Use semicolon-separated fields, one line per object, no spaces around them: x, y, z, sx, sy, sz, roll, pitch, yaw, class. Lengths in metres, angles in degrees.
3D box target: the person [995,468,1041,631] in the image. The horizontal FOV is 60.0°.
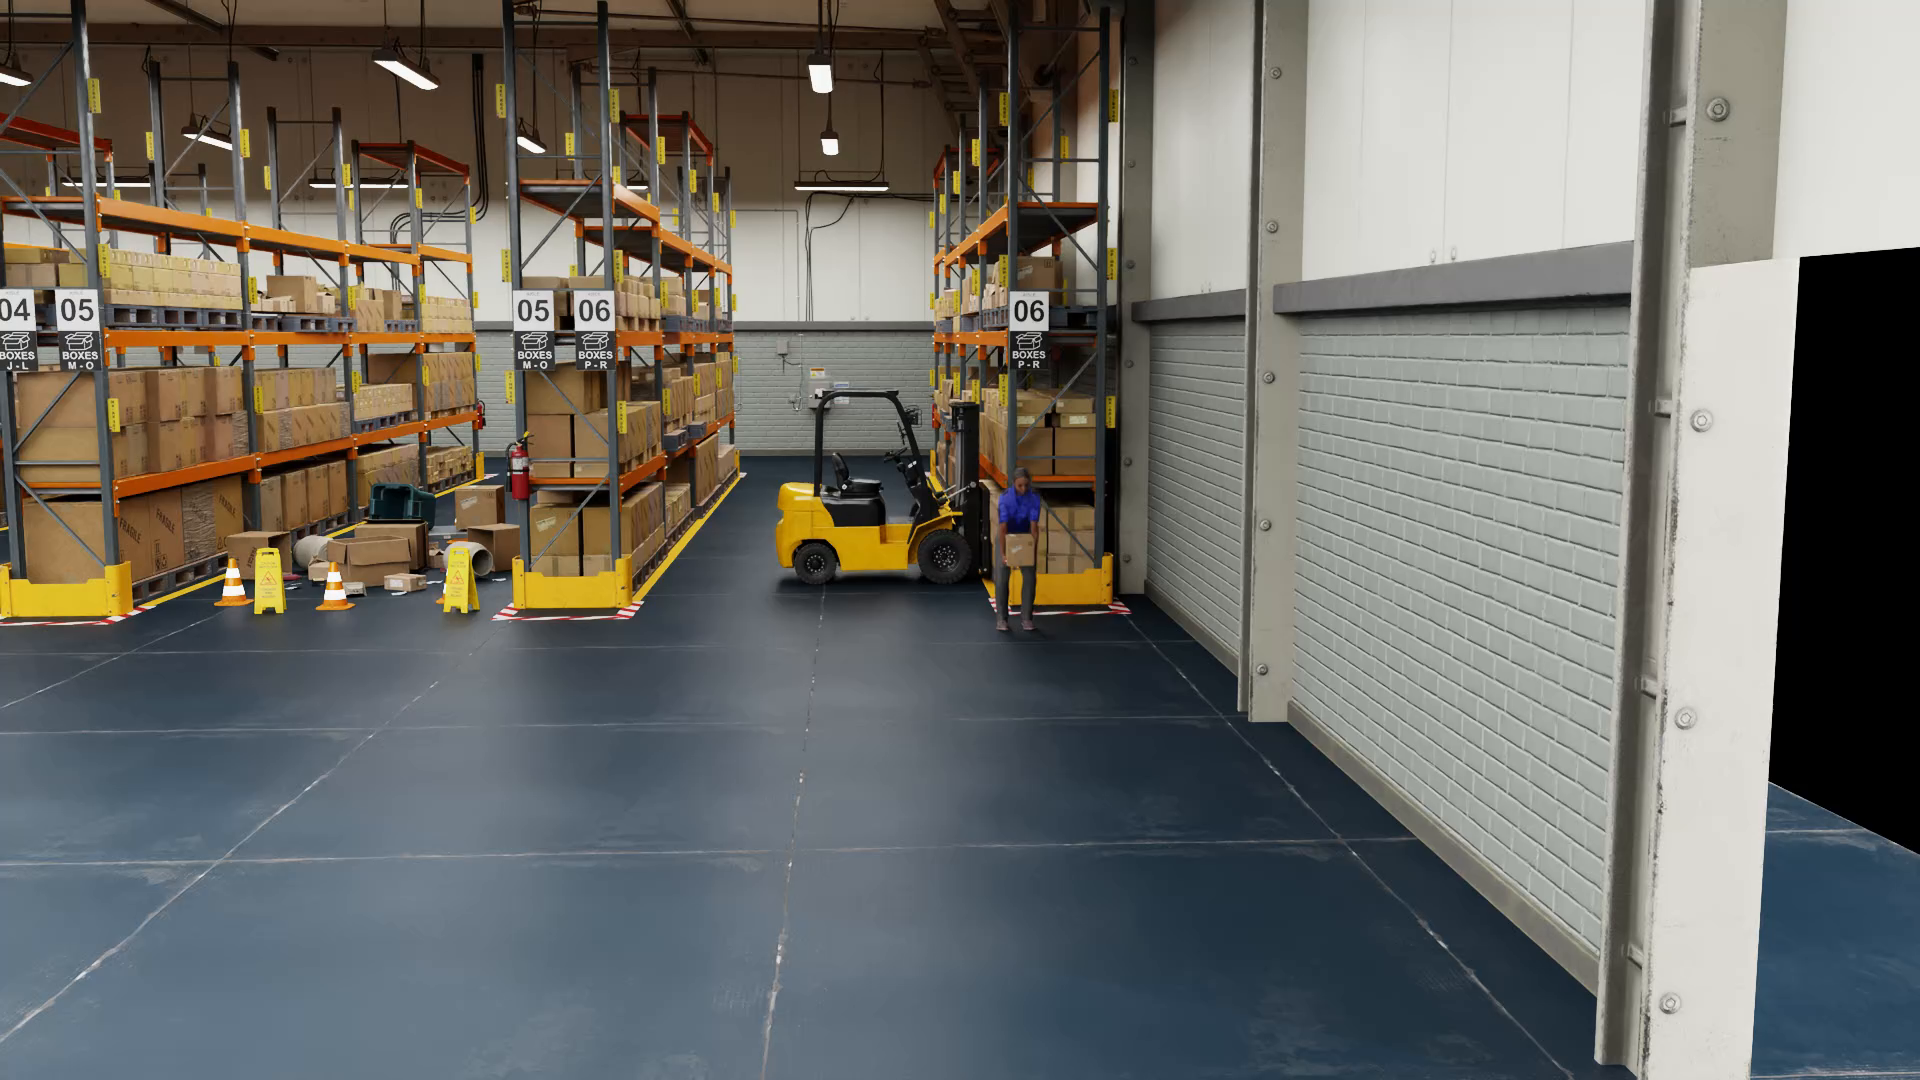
0.540;0.085;15.562;0.409;1.551;0.595;-1;7;-5;person
